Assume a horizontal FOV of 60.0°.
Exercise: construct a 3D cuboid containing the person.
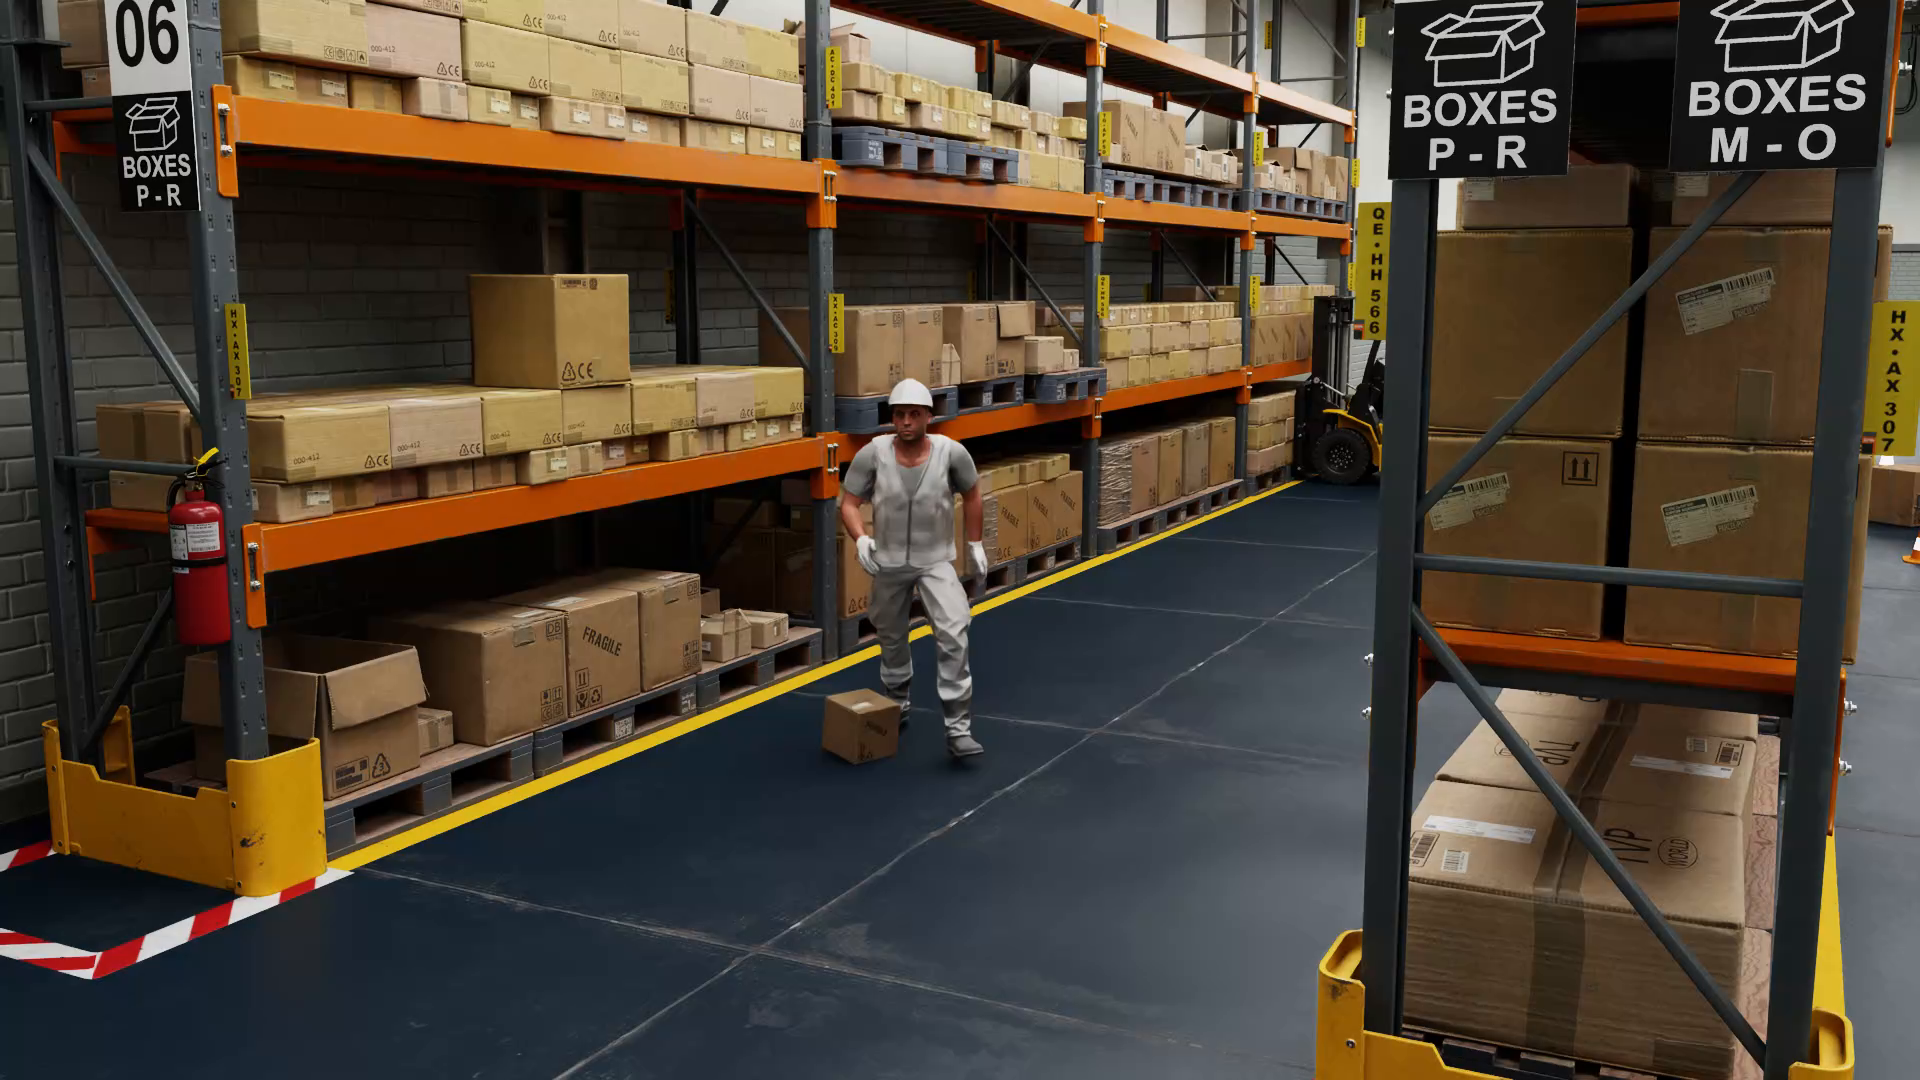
[{"bbox_3d":[-0.200,0.109,7.683,0.679,1.718,0.819,1,9,5],"label":"person"}]
